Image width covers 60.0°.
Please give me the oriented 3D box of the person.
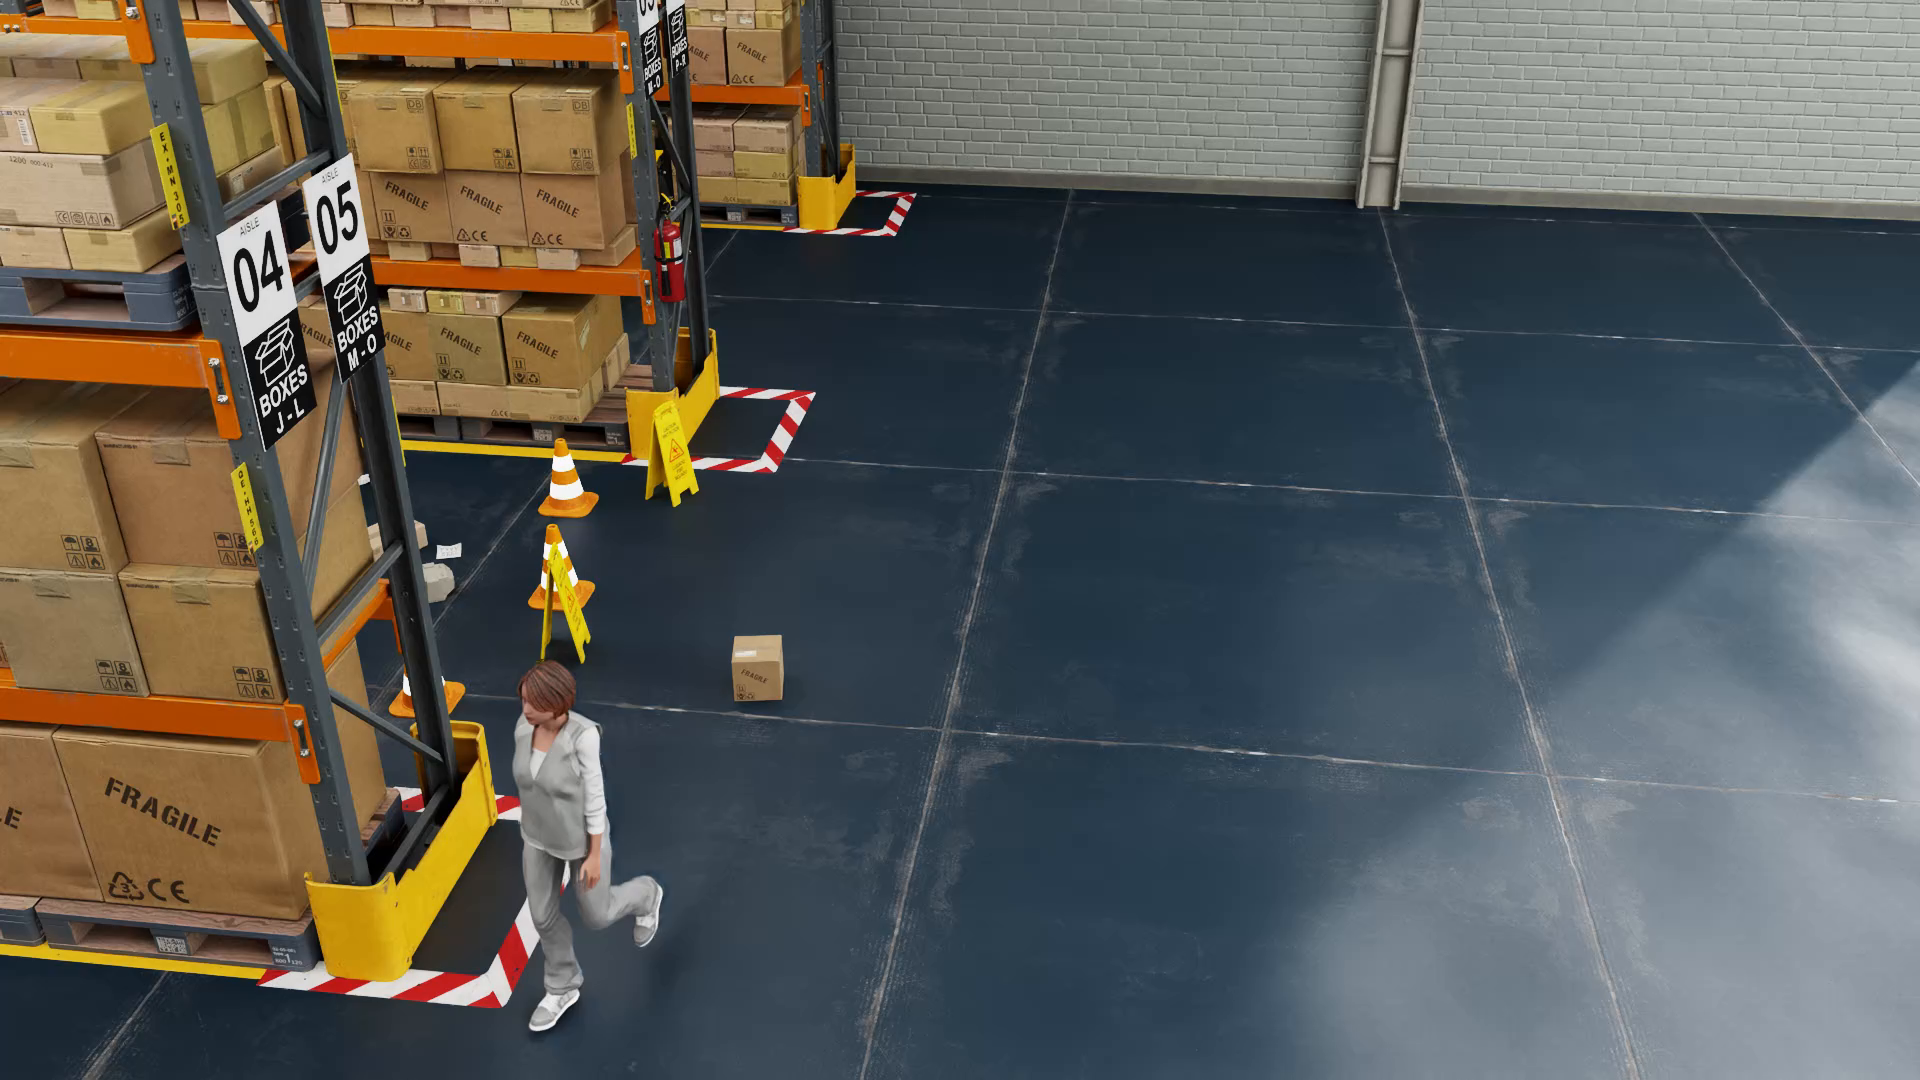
[{"bbox_3d":[-1.511,1.137,6.534,0.413,1.580,0.723,12,31,21],"label":"person"}]
